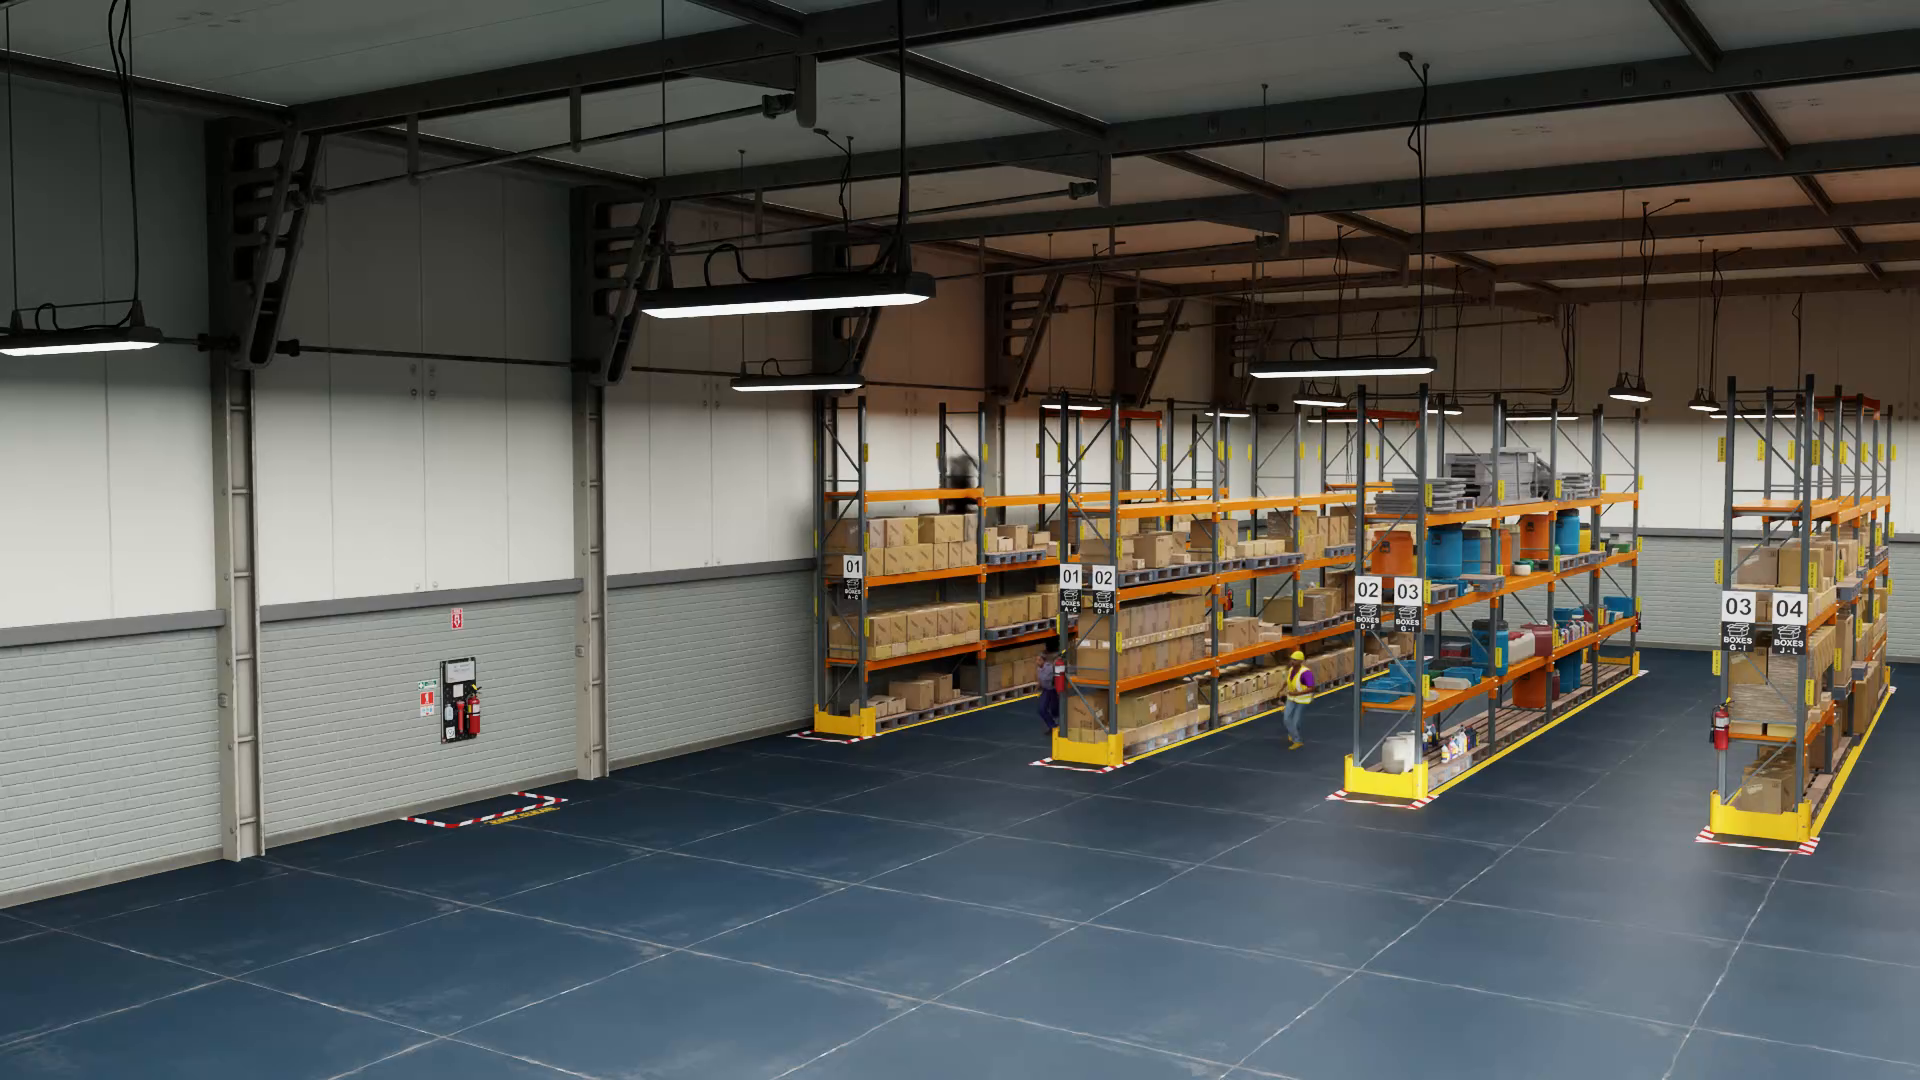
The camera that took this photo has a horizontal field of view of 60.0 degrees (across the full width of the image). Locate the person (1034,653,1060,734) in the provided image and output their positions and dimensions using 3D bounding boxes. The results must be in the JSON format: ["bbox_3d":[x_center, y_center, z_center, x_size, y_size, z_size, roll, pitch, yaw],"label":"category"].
[{"bbox_3d":[1.689,2.718,29.575,0.614,1.482,0.891,3,4,45],"label":"person"}]

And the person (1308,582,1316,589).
[{"bbox_3d":[9.190,1.915,43.716,0.617,1.615,0.580,-2,4,-34],"label":"person"}]

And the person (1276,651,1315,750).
[{"bbox_3d":[5.724,2.707,28.180,0.814,1.694,0.637,3,4,45],"label":"person"}]
